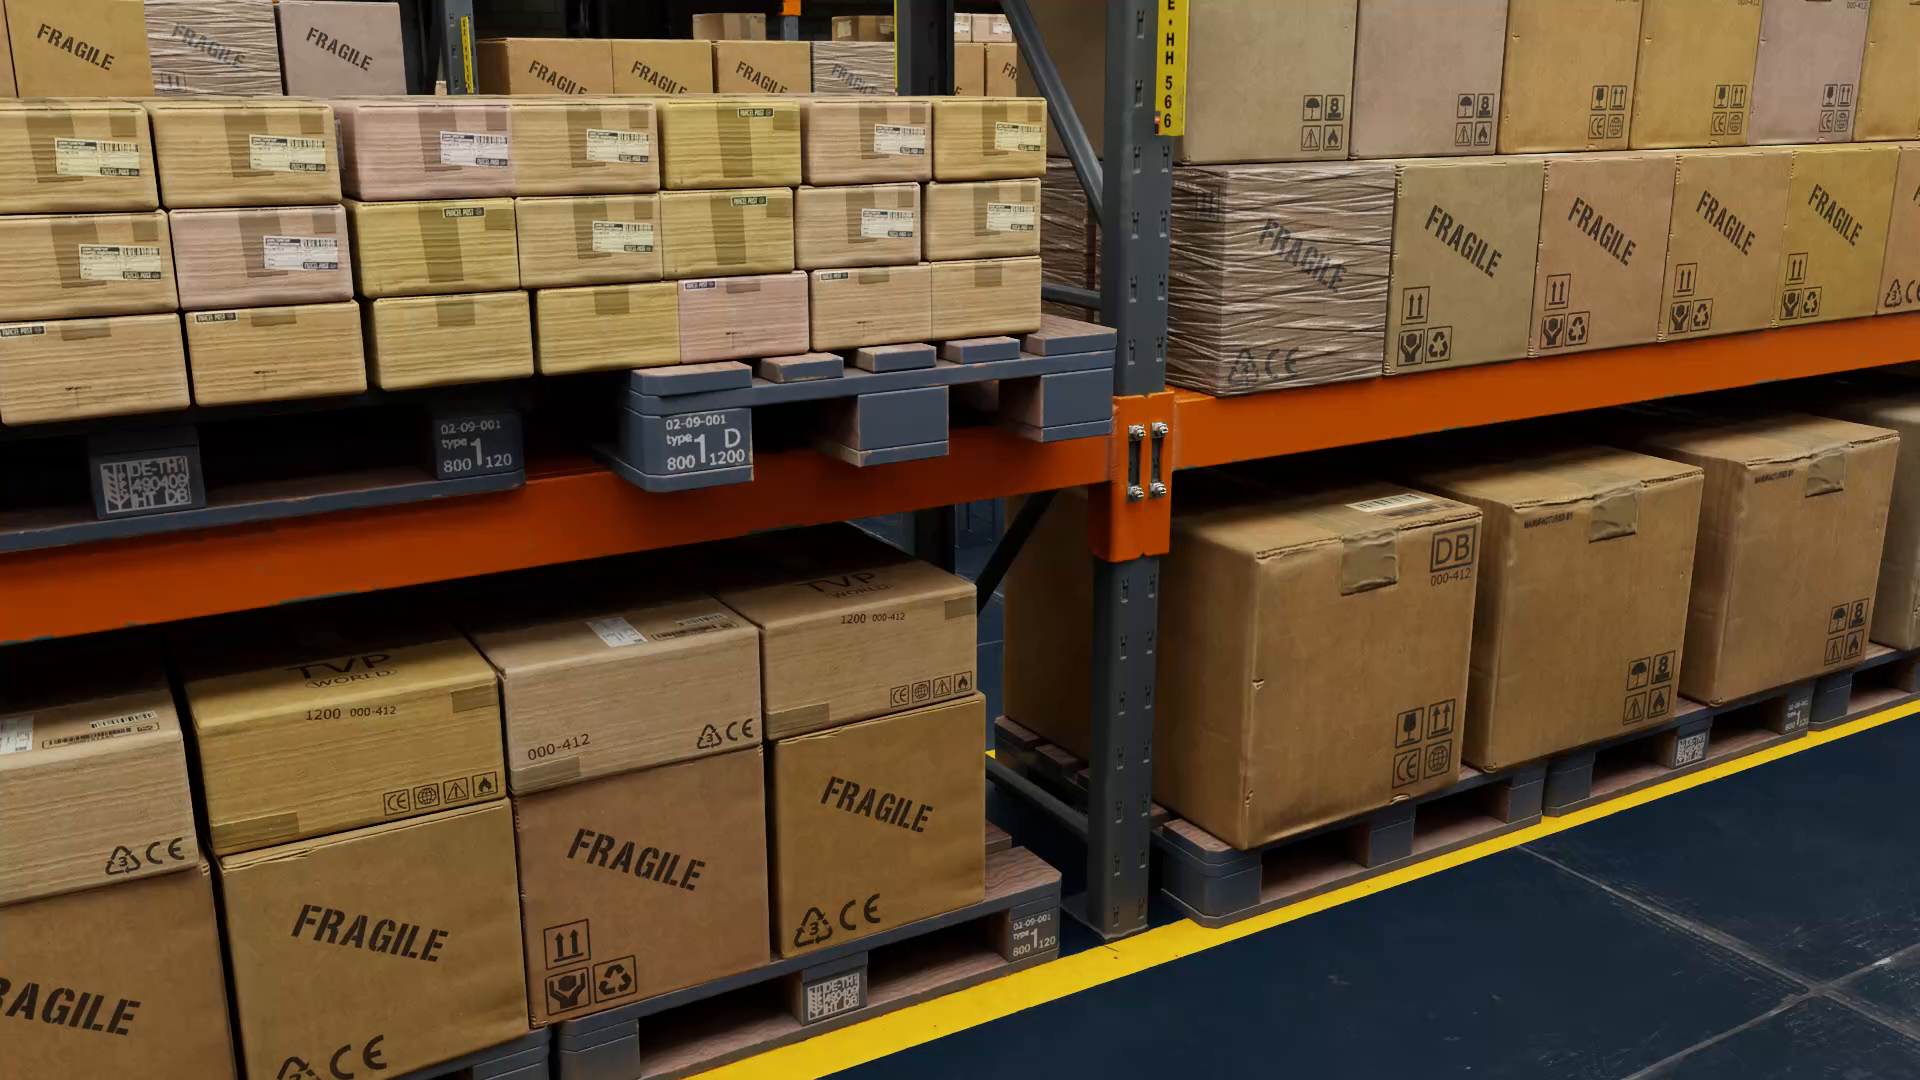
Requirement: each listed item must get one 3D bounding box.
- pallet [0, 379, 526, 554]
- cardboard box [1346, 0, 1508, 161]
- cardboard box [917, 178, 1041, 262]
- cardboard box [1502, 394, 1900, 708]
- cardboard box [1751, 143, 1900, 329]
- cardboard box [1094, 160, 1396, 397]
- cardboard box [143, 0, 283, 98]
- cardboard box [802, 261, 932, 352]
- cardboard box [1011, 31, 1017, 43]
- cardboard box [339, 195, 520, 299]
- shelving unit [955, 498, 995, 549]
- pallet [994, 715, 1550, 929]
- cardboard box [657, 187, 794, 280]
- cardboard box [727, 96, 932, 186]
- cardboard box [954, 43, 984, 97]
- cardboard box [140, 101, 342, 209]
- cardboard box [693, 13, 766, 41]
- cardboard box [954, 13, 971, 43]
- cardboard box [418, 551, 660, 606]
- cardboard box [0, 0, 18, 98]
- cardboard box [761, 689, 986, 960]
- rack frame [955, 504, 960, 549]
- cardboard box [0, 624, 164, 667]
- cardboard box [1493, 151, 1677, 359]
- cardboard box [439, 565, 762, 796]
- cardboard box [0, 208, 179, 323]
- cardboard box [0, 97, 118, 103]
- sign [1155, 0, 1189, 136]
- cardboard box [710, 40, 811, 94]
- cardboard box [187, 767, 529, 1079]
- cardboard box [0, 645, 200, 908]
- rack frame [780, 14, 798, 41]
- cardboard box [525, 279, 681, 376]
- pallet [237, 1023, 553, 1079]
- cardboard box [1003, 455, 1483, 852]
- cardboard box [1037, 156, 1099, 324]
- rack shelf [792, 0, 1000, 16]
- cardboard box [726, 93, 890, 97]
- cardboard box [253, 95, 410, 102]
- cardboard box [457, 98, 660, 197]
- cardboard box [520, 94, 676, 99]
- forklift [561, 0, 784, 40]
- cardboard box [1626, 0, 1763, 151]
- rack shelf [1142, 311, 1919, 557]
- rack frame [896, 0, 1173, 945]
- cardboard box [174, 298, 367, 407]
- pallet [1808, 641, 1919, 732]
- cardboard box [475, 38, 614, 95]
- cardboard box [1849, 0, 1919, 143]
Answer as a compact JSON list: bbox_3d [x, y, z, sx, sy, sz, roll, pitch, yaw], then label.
[{"bbox_3d":[-1.530,-0.226,3.015,1.213,0.211,1.003,-9,18,-30],"label":"pallet"},{"bbox_3d":[0.968,-1.263,4.322,0.500,0.500,0.700,-10,18,-31],"label":"cardboard box"},{"bbox_3d":[-0.044,-0.654,3.320,0.250,0.149,0.380,-9,18,-29],"label":"cardboard box"},{"bbox_3d":[2.260,-0.038,5.377,0.750,0.750,1.050,-9,18,-30],"label":"cardboard box"},{"bbox_3d":[2.398,-0.932,4.994,0.500,0.500,0.500,-9,18,-29],"label":"cardboard box"},{"bbox_3d":[0.669,-0.651,3.990,0.500,0.500,0.500,-9,18,-29],"label":"cardboard box"},{"bbox_3d":[-3.235,-2.058,7.158,0.500,0.500,0.500,-9,18,-29],"label":"cardboard box"},{"bbox_3d":[-0.254,-0.475,3.236,0.250,0.149,0.380,-9,18,-30],"label":"cardboard box"},{"bbox_3d":[0.353,-3.013,9.884,0.250,0.149,0.380,-9,18,-30],"label":"cardboard box"},{"bbox_3d":[-0.925,-0.510,2.809,0.250,0.149,0.380,-9,18,-30],"label":"cardboard box"},{"bbox_3d":[0.012,-0.580,7.255,0.189,1.200,0.258,-9,18,-30],"label":"shelving unit"},{"bbox_3d":[0.860,0.647,4.709,1.213,0.211,1.003,-9,18,-30],"label":"pallet"},{"bbox_3d":[-0.496,-0.579,3.054,0.250,0.149,0.380,-9,18,-28],"label":"cardboard box"},{"bbox_3d":[-0.255,-0.762,3.157,0.250,0.149,0.380,-9,18,-30],"label":"cardboard box"},{"bbox_3d":[-0.209,-2.427,8.997,0.500,0.500,0.500,-9,18,-28],"label":"cardboard box"},{"bbox_3d":[-1.148,-0.617,2.640,0.250,0.149,0.380,-8,18,-27],"label":"cardboard box"},{"bbox_3d":[-1.233,-2.733,8.886,0.250,0.149,0.380,-10,19,-32],"label":"cardboard box"},{"bbox_3d":[-0.148,-2.738,8.902,0.250,0.149,0.380,-10,19,-32],"label":"cardboard box"},{"bbox_3d":[-1.005,0.148,3.790,0.500,0.250,0.500,-9,18,-30],"label":"cardboard box"},{"bbox_3d":[-4.101,-1.922,6.672,0.500,0.500,0.500,-10,18,-31],"label":"cardboard box"},{"bbox_3d":[-0.284,0.550,3.743,0.500,0.500,0.500,-9,18,-30],"label":"cardboard box"},{"bbox_3d":[-0.066,-0.567,7.210,0.006,1.200,0.240,-9,18,-30],"label":"rack frame"},{"bbox_3d":[-1.882,0.286,3.296,0.500,0.250,0.500,-10,19,-32],"label":"cardboard box"},{"bbox_3d":[1.536,-0.793,4.495,0.500,0.500,0.500,-9,18,-30],"label":"cardboard box"},{"bbox_3d":[-0.733,0.266,3.369,0.500,0.250,0.500,-9,18,-29],"label":"cardboard box"},{"bbox_3d":[-1.369,-0.438,2.551,0.250,0.149,0.380,-10,18,-31],"label":"cardboard box"},{"bbox_3d":[-1.692,-0.735,3.058,0.250,0.149,0.380,-10,18,-30],"label":"cardboard box"},{"bbox_3d":[0.433,-0.998,3.415,0.005,0.325,0.100,-9,18,-30],"label":"sign"},{"bbox_3d":[-1.091,-2.286,8.495,0.500,0.500,0.500,-9,18,-29],"label":"cardboard box"},{"bbox_3d":[-1.176,0.699,3.213,0.500,0.500,0.500,-10,19,-32],"label":"cardboard box"},{"bbox_3d":[-1.619,0.407,2.864,0.500,0.250,0.500,-8,18,-28],"label":"cardboard box"},{"bbox_3d":[-1.621,-3.438,14.118,0.127,3.000,1.000,-9,18,-30],"label":"rack frame"},{"bbox_3d":[-0.690,-0.406,2.987,0.250,0.149,0.380,-9,18,-30],"label":"cardboard box"},{"bbox_3d":[-1.570,1.016,3.393,1.213,0.211,1.003,-9,18,-30],"label":"pallet"},{"bbox_3d":[0.714,0.214,4.479,0.750,0.750,1.050,-9,18,-30],"label":"cardboard box"},{"bbox_3d":[0.393,-0.776,4.436,0.500,0.500,0.500,-9,18,-30],"label":"cardboard box"},{"bbox_3d":[0.093,-4.814,14.802,4.000,0.370,1.077,-9,18,-30],"label":"rack shelf"},{"bbox_3d":[-0.354,-0.951,3.830,0.250,0.149,0.380,-9,18,-30],"label":"cardboard box"},{"bbox_3d":[-1.250,-0.806,3.312,0.250,0.149,0.380,-8,18,-27],"label":"cardboard box"},{"bbox_3d":[-0.707,-0.688,2.892,0.250,0.149,0.380,-9,18,-28],"label":"cardboard box"},{"bbox_3d":[-0.792,-0.880,3.578,0.250,0.149,0.380,-9,18,-30],"label":"cardboard box"},{"bbox_3d":[-1.787,-2.564,11.128,3.031,2.935,1.130,-9,18,-29],"label":"forklift"},{"bbox_3d":[1.845,-1.406,4.832,0.500,0.500,0.700,-9,18,-30],"label":"cardboard box"},{"bbox_3d":[1.860,-0.535,5.093,4.000,0.370,1.077,-9,18,-30],"label":"rack shelf"},{"bbox_3d":[0.145,-0.603,4.004,0.127,3.000,1.000,-9,18,-30],"label":"rack frame"},{"bbox_3d":[-1.143,-0.332,2.726,0.250,0.149,0.380,-9,18,-28],"label":"cardboard box"},{"bbox_3d":[2.952,0.308,5.919,1.213,0.211,1.003,-9,18,-30],"label":"pallet"},{"bbox_3d":[-1.986,-2.137,7.961,0.500,0.500,0.500,-10,18,-31],"label":"cardboard box"},{"bbox_3d":[2.712,-1.546,5.331,0.500,0.500,0.700,-10,18,-31],"label":"cardboard box"}]
